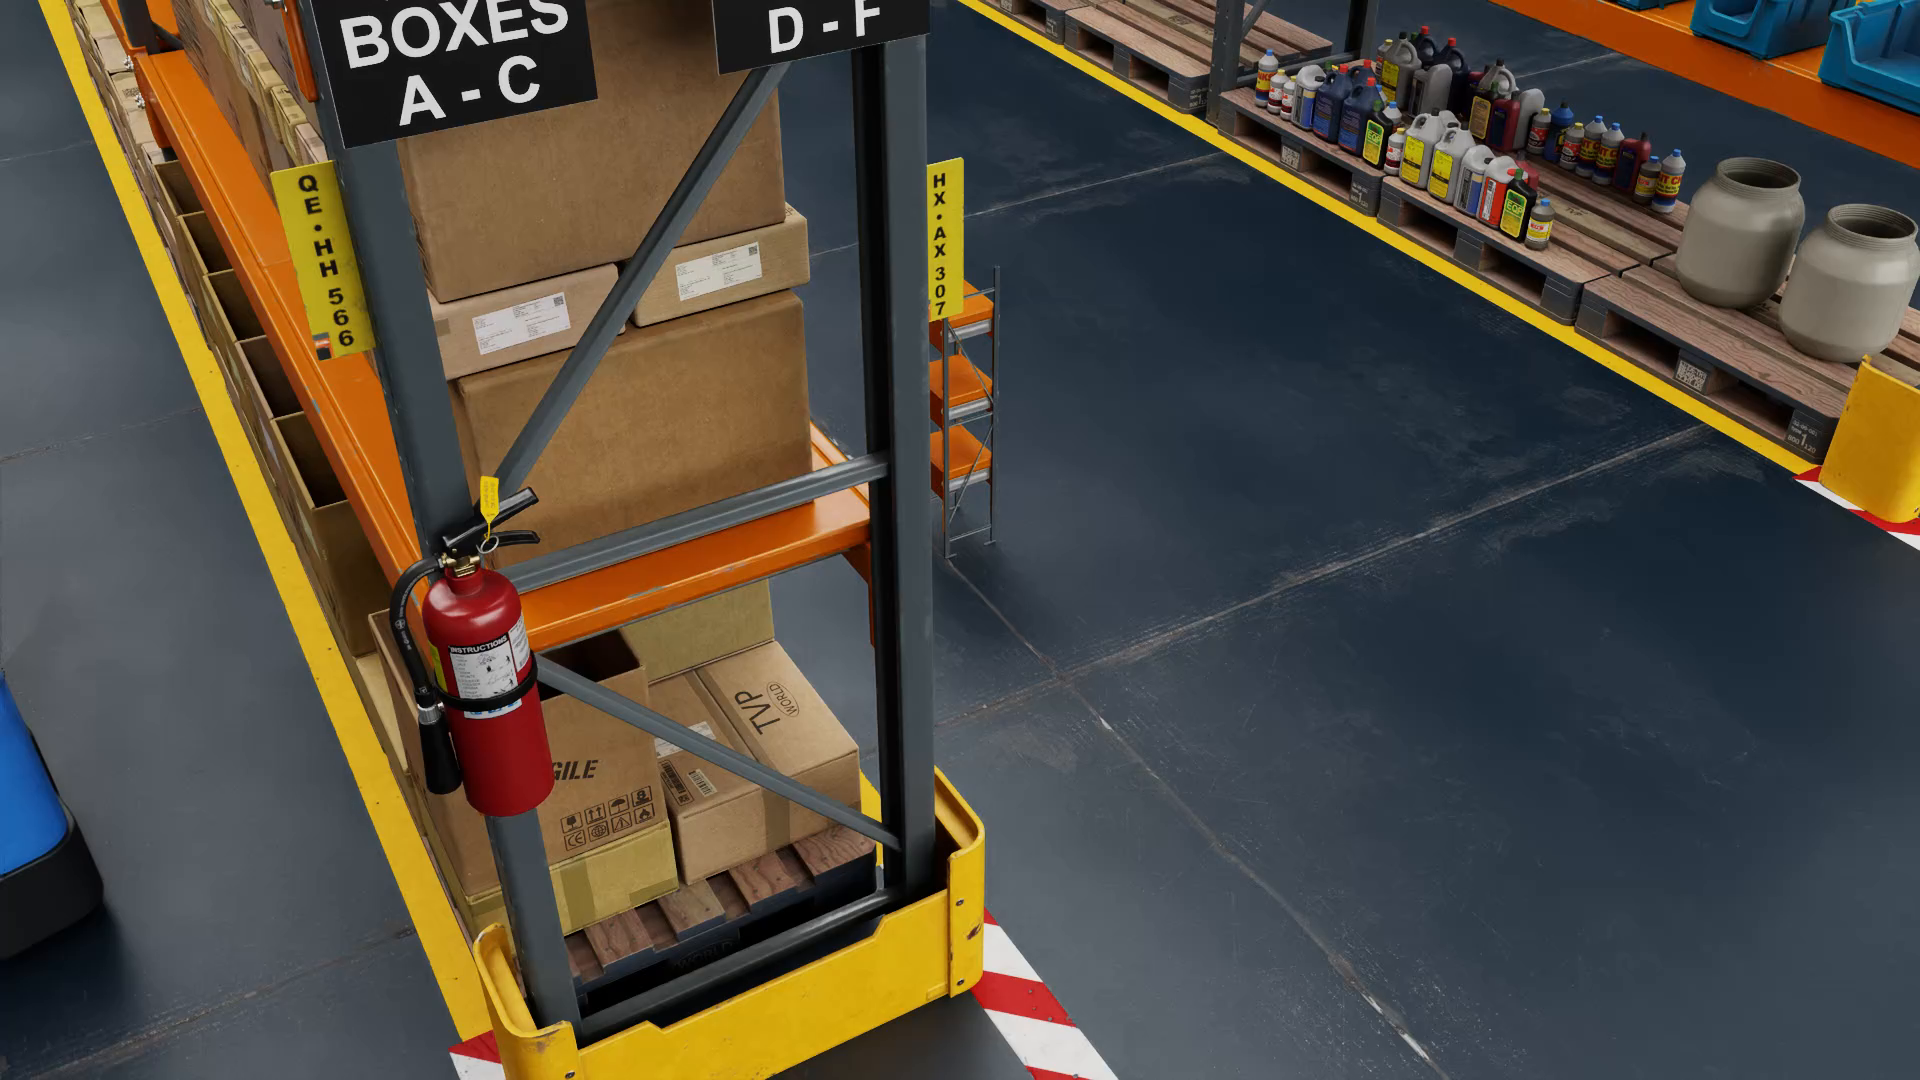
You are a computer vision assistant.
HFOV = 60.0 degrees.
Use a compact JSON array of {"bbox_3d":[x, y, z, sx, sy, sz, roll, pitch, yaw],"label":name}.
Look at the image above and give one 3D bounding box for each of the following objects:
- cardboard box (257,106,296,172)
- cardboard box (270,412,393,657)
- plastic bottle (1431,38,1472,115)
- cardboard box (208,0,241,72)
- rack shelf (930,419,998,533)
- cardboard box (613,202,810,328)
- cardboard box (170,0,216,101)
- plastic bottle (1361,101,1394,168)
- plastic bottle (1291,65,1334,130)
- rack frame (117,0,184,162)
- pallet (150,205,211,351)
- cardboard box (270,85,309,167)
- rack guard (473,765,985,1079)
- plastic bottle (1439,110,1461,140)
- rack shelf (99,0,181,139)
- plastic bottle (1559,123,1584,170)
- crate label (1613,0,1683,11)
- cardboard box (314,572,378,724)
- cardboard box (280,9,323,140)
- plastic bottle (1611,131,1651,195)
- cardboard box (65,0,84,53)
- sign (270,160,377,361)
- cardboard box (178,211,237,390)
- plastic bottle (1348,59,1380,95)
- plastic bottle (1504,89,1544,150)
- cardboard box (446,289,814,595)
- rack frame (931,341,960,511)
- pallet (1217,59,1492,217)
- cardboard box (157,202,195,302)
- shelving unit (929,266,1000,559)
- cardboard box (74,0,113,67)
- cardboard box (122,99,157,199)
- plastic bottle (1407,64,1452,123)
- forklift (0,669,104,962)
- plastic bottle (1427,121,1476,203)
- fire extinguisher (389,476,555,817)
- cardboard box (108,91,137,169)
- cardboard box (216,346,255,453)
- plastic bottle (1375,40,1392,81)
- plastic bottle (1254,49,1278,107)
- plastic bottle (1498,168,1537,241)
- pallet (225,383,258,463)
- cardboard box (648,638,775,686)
[{"bbox_3d":[-1.524,-1.097,4.624,0.700,0.500,0.500,-18,40,-23],"label":"cardboard box"},{"bbox_3d":[-1.562,-0.079,4.655,0.500,0.500,0.500,-19,40,-24],"label":"cardboard box"},{"bbox_3d":[2.424,-2.299,8.228,0.144,0.351,0.185,-21,41,-26],"label":"plastic bottle"},{"bbox_3d":[-1.781,-1.385,4.469,0.380,0.149,0.250,-19,40,-24],"label":"cardboard box"},{"bbox_3d":[-0.027,-0.218,5.648,0.215,0.259,0.240,-19,40,-24],"label":"rack shelf"},{"bbox_3d":[-0.532,-0.593,3.383,0.380,0.149,0.250,-19,40,-24],"label":"cardboard box"},{"bbox_3d":[-2.302,-1.882,5.699,0.700,0.500,0.500,-20,41,-25],"label":"cardboard box"},{"bbox_3d":[1.943,-1.885,7.718,0.061,0.283,0.133,-17,39,-22],"label":"plastic bottle"},{"bbox_3d":[1.722,-2.161,8.101,0.152,0.276,0.135,-17,40,-22],"label":"plastic bottle"},{"bbox_3d":[-2.530,-2.066,6.036,1.000,3.000,0.127,-19,40,-24],"label":"rack frame"},{"bbox_3d":[-2.934,-1.304,7.357,1.003,0.211,1.213,-19,40,-24],"label":"pallet"},{"bbox_3d":[-1.395,-0.993,3.932,0.380,0.149,0.250,-18,40,-23],"label":"cardboard box"},{"bbox_3d":[-0.509,0.995,3.963,1.175,0.500,0.348,-19,40,-24],"label":"rack guard"},{"bbox_3d":[2.225,-1.819,7.633,0.152,0.276,0.135,-19,40,-24],"label":"plastic bottle"},{"bbox_3d":[-3.535,-2.796,7.644,1.077,0.370,4.000,-19,40,-24],"label":"rack shelf"},{"bbox_3d":[2.850,-1.833,7.716,0.097,0.201,0.097,0,36,0],"label":"plastic bottle"},{"bbox_3d":[2.606,-2.365,6.415,0.502,0.435,0.616,-19,40,-24],"label":"crate label"},{"bbox_3d":[-1.560,0.223,4.877,0.500,0.250,0.500,-19,40,-24],"label":"cardboard box"},{"bbox_3d":[-1.040,-1.126,3.564,0.700,0.500,0.500,-20,41,-25],"label":"cardboard box"},{"bbox_3d":[3.025,-1.711,7.479,0.061,0.283,0.133,-18,40,-23],"label":"plastic bottle"},{"bbox_3d":[-4.531,-2.811,9.031,0.500,0.250,0.500,-19,40,-24],"label":"cardboard box"},{"bbox_3d":[-0.997,-0.436,2.621,0.100,0.325,0.005,-19,40,-24],"label":"sign"},{"bbox_3d":[-2.310,-0.846,5.705,0.500,0.500,0.500,-19,40,-24],"label":"cardboard box"},{"bbox_3d":[1.926,-2.148,8.021,0.144,0.351,0.185,-19,40,-24],"label":"plastic bottle"},{"bbox_3d":[2.664,-2.020,7.909,0.152,0.276,0.135,-18,40,-23],"label":"plastic bottle"},{"bbox_3d":[-0.744,-0.309,3.544,0.700,0.500,0.500,-19,40,-24],"label":"cardboard box"},{"bbox_3d":[-0.088,-0.513,5.563,0.200,1.050,0.008,-19,40,-24],"label":"rack frame"},{"bbox_3d":[2.056,-2.051,8.379,1.003,0.211,1.213,-19,40,-24],"label":"pallet"},{"bbox_3d":[-2.989,-1.251,6.895,0.500,0.250,0.500,-19,40,-24],"label":"cardboard box"},{"bbox_3d":[-0.027,-0.451,5.478,0.215,1.050,0.252,-19,40,-24],"label":"shelving unit"},{"bbox_3d":[-4.005,-2.511,8.145,0.500,0.311,0.500,-20,41,-25],"label":"cardboard box"},{"bbox_3d":[-3.248,-1.737,7.085,0.500,0.311,0.500,-18,40,-23],"label":"cardboard box"},{"bbox_3d":[2.308,-2.212,8.172,0.152,0.276,0.135,-19,40,-24],"label":"plastic bottle"},{"bbox_3d":[-3.629,-0.613,4.104,1.130,2.935,3.031,-30,45,-34],"label":"forklift"},{"bbox_3d":[2.203,-1.697,7.404,0.144,0.351,0.185,-17,40,-22],"label":"plastic bottle"},{"bbox_3d":[-0.863,0.203,2.995,0.296,0.674,0.183,-19,40,-24],"label":"fire extinguisher"},{"bbox_3d":[-3.754,-2.030,7.962,0.500,0.250,0.500,-18,40,-23],"label":"cardboard box"},{"bbox_3d":[-2.313,-0.543,5.925,0.500,0.250,0.500,-19,40,-24],"label":"cardboard box"},{"bbox_3d":[2.206,-2.487,8.611,0.097,0.201,0.097,0,36,0],"label":"plastic bottle"},{"bbox_3d":[1.536,-2.316,8.317,0.097,0.271,0.097,0,36,0],"label":"plastic bottle"},{"bbox_3d":[2.388,-1.434,7.100,0.061,0.283,0.133,-18,40,-23],"label":"plastic bottle"},{"bbox_3d":[-2.167,-0.522,6.286,1.003,0.211,1.213,-19,40,-24],"label":"pallet"},{"bbox_3d":[-0.852,0.321,4.742,0.500,0.250,0.500,-19,40,-24],"label":"cardboard box"}]
